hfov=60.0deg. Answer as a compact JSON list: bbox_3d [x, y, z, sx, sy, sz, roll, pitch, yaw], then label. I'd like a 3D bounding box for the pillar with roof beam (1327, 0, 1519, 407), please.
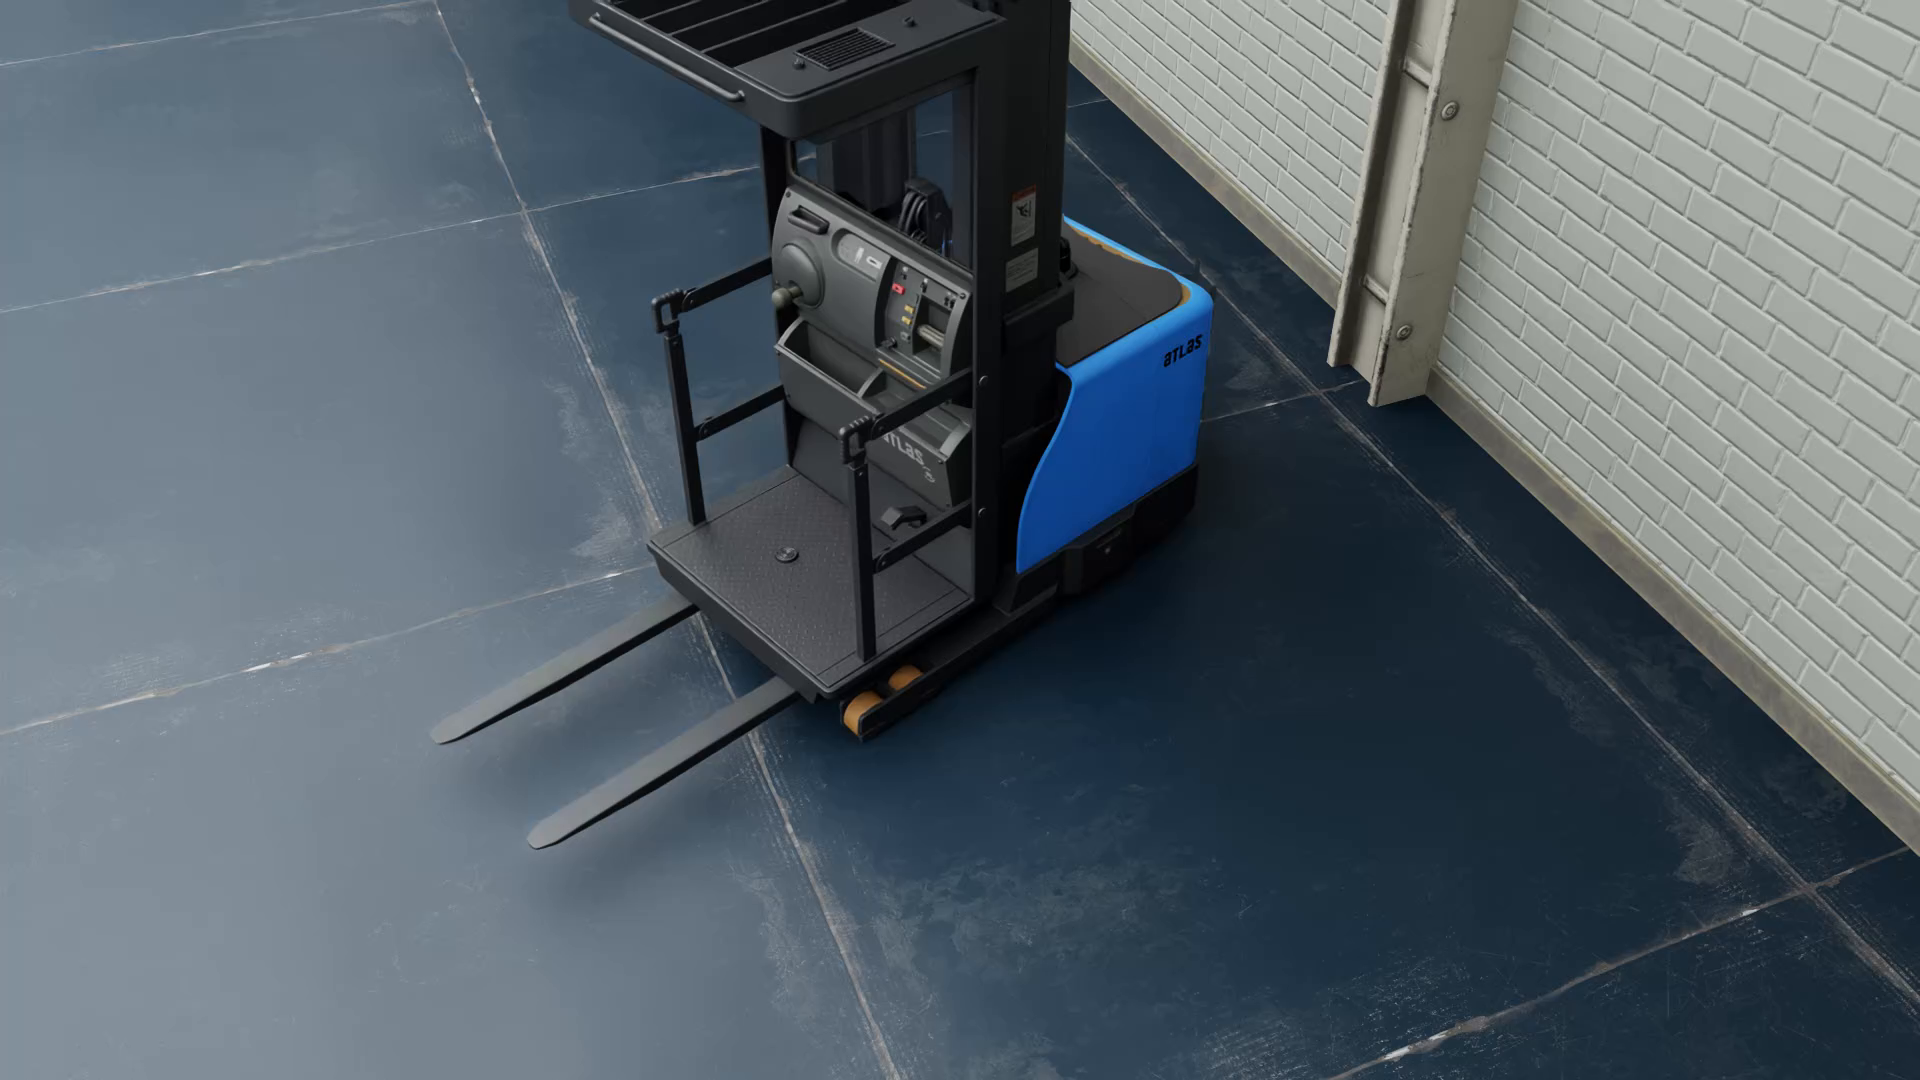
[{"bbox_3d":[-2.061,-3.088,3.439,9.100,9.000,0.400,-15,43,-17],"label":"pillar with roof beam"}]

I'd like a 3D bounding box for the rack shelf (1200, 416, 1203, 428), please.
[{"bbox_3d":[0.871,-0.547,7.023,0.258,0.077,0.200,-8,41,-9],"label":"rack shelf"}]

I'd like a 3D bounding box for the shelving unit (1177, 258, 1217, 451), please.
[{"bbox_3d":[0.871,-0.709,6.884,0.258,0.900,0.210,-8,41,-9],"label":"shelving unit"}]

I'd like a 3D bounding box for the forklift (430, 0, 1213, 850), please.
[{"bbox_3d":[-0.463,-0.792,5.423,3.031,2.935,1.130,-31,50,-31],"label":"forklift"}]

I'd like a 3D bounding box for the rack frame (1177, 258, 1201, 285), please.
[{"bbox_3d":[0.850,-0.773,6.959,0.240,0.900,0.006,-8,41,-9],"label":"rack frame"}]

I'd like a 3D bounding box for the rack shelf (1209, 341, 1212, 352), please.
[{"bbox_3d":[0.871,-0.820,6.788,0.258,0.077,0.200,-8,41,-9],"label":"rack shelf"}]

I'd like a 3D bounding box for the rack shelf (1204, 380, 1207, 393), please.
[{"bbox_3d":[0.871,-0.683,6.906,0.258,0.077,0.200,-8,41,-9],"label":"rack shelf"}]

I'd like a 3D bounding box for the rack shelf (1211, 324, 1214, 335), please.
[{"bbox_3d":[0.871,-0.888,6.730,0.258,0.077,0.200,-8,41,-9],"label":"rack shelf"}]

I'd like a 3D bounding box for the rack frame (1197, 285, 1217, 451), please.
[{"bbox_3d":[0.892,-0.644,6.808,0.240,0.900,0.006,-8,41,-9],"label":"rack frame"}]

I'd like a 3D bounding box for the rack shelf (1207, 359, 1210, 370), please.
[{"bbox_3d":[0.871,-0.752,6.847,0.258,0.077,0.200,-8,41,-9],"label":"rack shelf"}]

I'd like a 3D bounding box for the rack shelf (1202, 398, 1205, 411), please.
[{"bbox_3d":[0.871,-0.615,6.964,0.258,0.077,0.200,-8,41,-9],"label":"rack shelf"}]
